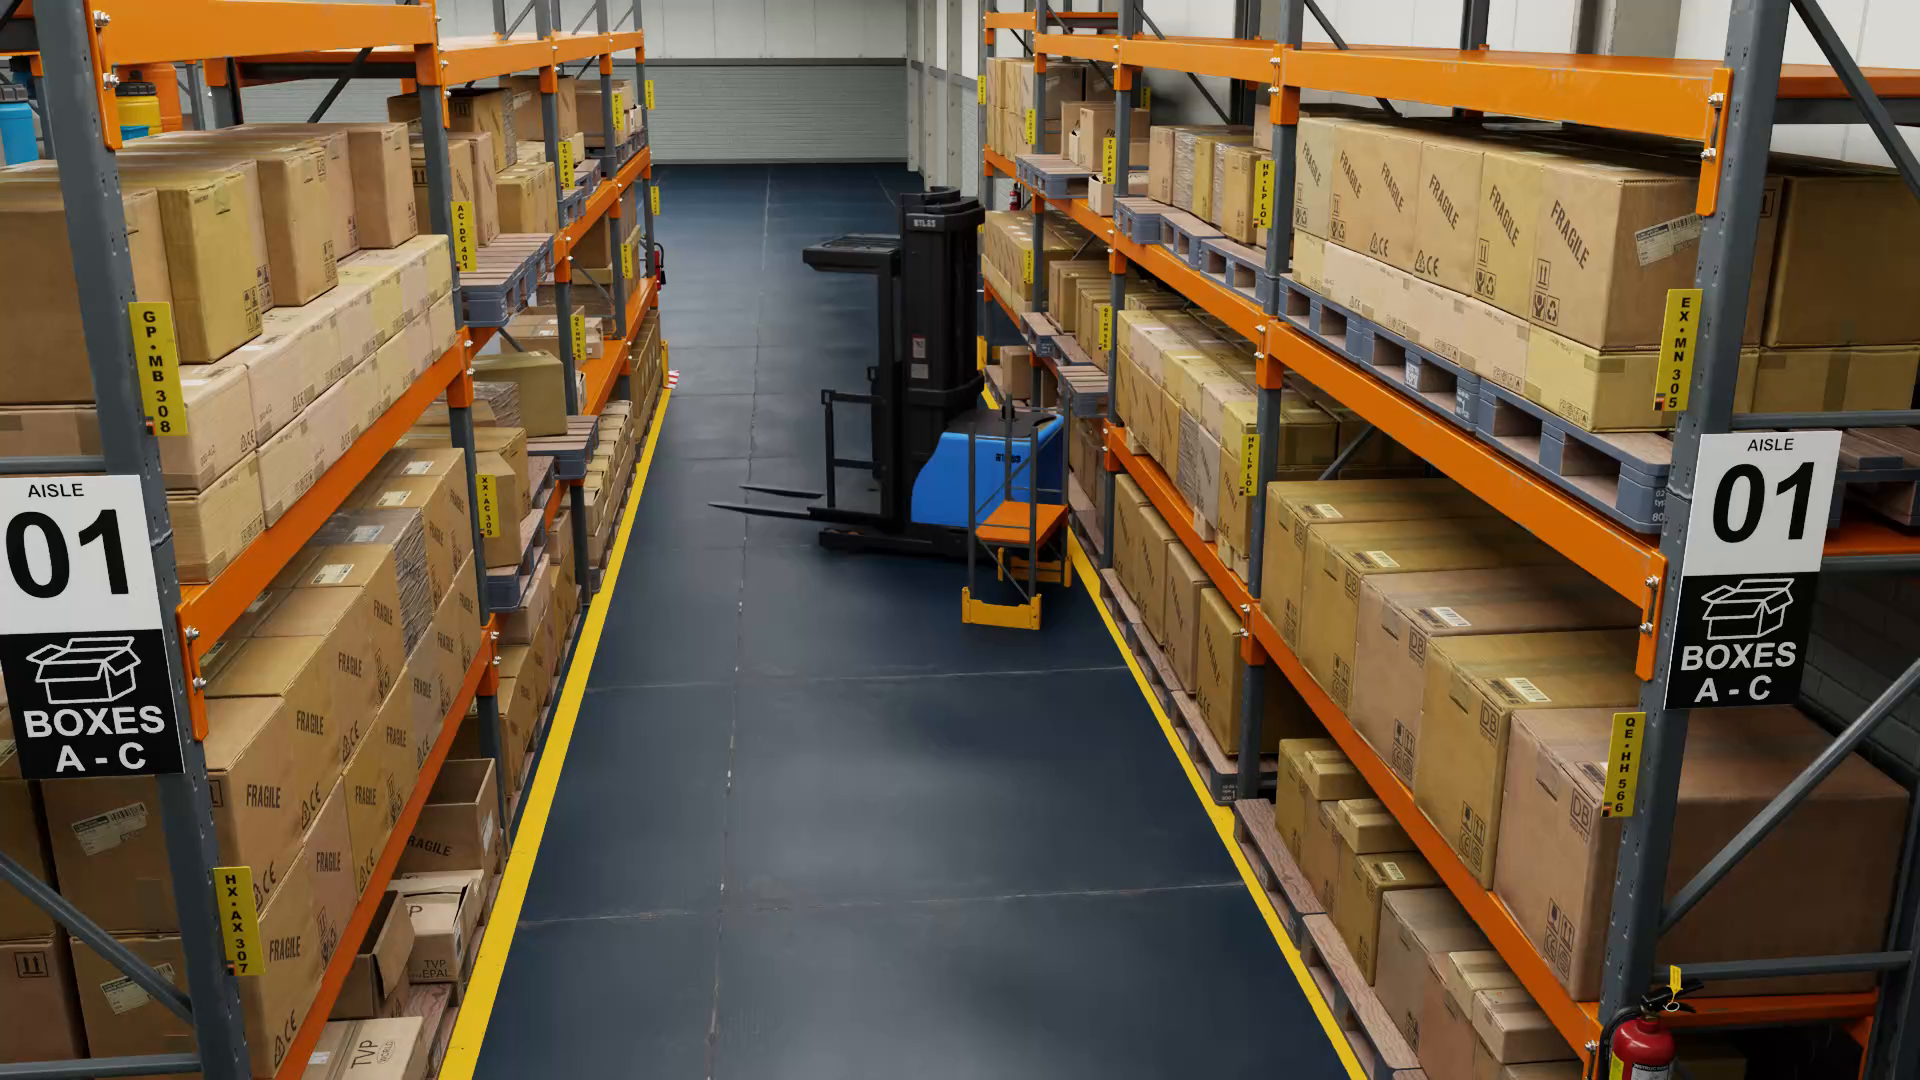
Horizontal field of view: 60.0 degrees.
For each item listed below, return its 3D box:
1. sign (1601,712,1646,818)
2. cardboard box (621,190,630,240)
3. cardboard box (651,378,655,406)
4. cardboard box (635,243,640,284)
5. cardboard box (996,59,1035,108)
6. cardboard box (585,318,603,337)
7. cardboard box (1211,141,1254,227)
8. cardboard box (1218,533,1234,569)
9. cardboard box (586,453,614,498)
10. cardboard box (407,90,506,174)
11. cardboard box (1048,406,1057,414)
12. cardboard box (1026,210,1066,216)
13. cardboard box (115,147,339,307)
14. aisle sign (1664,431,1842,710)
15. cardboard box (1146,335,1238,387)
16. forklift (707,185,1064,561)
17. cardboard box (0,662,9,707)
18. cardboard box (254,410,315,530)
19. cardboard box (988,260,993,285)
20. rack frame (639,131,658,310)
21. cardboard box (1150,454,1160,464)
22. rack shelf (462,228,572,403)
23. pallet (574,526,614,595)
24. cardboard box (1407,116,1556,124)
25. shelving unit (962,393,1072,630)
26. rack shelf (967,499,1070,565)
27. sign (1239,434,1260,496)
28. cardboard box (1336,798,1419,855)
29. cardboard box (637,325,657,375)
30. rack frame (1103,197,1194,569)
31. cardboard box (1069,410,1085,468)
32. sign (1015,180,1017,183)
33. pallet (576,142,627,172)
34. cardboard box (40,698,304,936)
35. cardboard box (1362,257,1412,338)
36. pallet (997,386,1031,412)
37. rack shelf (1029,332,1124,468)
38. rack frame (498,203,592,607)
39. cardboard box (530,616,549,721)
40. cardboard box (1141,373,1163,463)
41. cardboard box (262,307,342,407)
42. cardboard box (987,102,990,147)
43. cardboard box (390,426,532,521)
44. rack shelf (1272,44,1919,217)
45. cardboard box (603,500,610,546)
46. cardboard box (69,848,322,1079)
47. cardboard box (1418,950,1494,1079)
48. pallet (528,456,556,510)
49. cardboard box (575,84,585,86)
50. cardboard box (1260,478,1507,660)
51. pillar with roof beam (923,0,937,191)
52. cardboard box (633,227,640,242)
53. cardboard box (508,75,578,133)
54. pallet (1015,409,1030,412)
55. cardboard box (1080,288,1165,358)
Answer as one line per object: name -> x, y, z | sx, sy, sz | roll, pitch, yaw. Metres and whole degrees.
sign -> 1.910, 0.648, 4.778 | 0.100, 0.325, 0.005 | -2, 18, -6
cardboard box -> -3.973, -3.517, 18.039 | 0.700, 0.500, 0.500 | -2, 18, -5
cardboard box -> -3.611, -1.604, 18.167 | 0.500, 0.250, 0.500 | -2, 18, -6
cardboard box -> -4.091, -3.221, 19.261 | 0.700, 0.500, 0.500 | -2, 18, -6
cardboard box -> 0.664, -5.006, 18.238 | 0.500, 0.500, 0.500 | -1, 17, -4
cardboard box -> -3.620, -1.904, 15.484 | 0.500, 0.250, 0.500 | -1, 17, -2
cardboard box -> 1.947, -2.161, 10.142 | 0.700, 0.500, 0.500 | -2, 18, -6
cardboard box -> 1.672, 0.053, 9.388 | 0.380, 0.149, 0.250 | -1, 17, -5
cardboard box -> -3.176, -0.558, 13.901 | 0.500, 0.311, 0.500 | -2, 18, -7
cardboard box -> -3.210, -2.603, 10.615 | 0.500, 0.500, 0.500 | -2, 18, -6
cardboard box -> 1.128, -1.291, 17.278 | 0.380, 0.166, 0.250 | -4, 18, -13
cardboard box -> 1.061, -3.628, 19.692 | 0.500, 0.500, 0.500 | -2, 18, -6
cardboard box -> -2.629, -1.103, 5.839 | 0.700, 0.500, 0.500 | -2, 18, -6
aisle sign -> 2.160, 0.091, 4.540 | 0.394, 0.787, 0.004 | -2, 18, -6
cardboard box -> 1.528, -1.188, 11.004 | 0.500, 0.250, 0.500 | -2, 18, -5
forklift -> -0.658, -1.441, 13.874 | 3.031, 2.935, 1.130 | 6, 18, 18
cardboard box -> -2.848, 0.655, 5.246 | 0.500, 0.500, 0.500 | -1, 17, -4
cardboard box -> -2.315, -0.215, 5.098 | 0.500, 0.250, 0.500 | -2, 18, -6
cardboard box -> 0.603, -3.095, 19.245 | 0.500, 0.250, 0.500 | -2, 18, -7
rack frame -> -4.126, -3.312, 19.720 | 1.000, 3.000, 0.127 | -2, 18, -6
cardboard box -> 1.538, -0.639, 11.592 | 0.380, 0.149, 0.250 | -2, 18, -6
rack shelf -> -3.095, -1.421, 9.889 | 1.077, 0.370, 4.000 | -2, 18, -6
pallet -> -3.347, 0.155, 13.331 | 1.003, 0.211, 1.213 | -2, 18, -6
cardboard box -> 2.342, -1.656, 7.566 | 0.500, 0.500, 0.500 | -2, 18, -6
shelving unit -> 0.446, -0.239, 12.436 | 0.587, 1.500, 1.083 | 5, 18, 16
rack shelf -> 0.449, -0.070, 12.498 | 0.538, 0.185, 1.000 | 5, 18, 16
sign -> 1.499, -0.386, 8.599 | 0.100, 0.325, 0.005 | -2, 18, -6
cardboard box -> 1.921, 1.281, 7.479 | 0.380, 0.149, 0.250 | -2, 18, -7
cardboard box -> -3.657, -2.111, 18.530 | 0.500, 0.500, 0.500 | -2, 18, -6
rack frame -> 1.626, -1.083, 12.619 | 1.000, 3.000, 0.127 | -2, 18, -6
cardboard box -> 1.409, -0.921, 15.541 | 0.700, 0.500, 0.500 | -2, 18, -7
sign -> 0.943, -5.995, 28.204 | 0.001, 0.329, 0.234 | -2, 18, -6
pallet -> -3.828, -3.763, 16.295 | 1.003, 0.211, 1.213 | -2, 18, -6
cardboard box -> -2.260, 0.789, 4.818 | 0.500, 0.500, 0.500 | -1, 17, -4
cardboard box -> 1.946, -0.980, 6.666 | 0.500, 0.250, 0.500 | -2, 18, -7
pallet -> 0.980, -1.508, 18.627 | 1.003, 0.211, 1.213 | -2, 18, -6
rack shelf -> 1.419, -1.336, 14.625 | 1.077, 0.370, 4.000 | -2, 18, -6
rack frame -> -3.301, -0.929, 12.128 | 1.000, 3.000, 0.127 | -2, 18, -6
cardboard box -> -2.806, 0.786, 10.104 | 0.500, 0.500, 0.500 | -2, 17, -5
cardboard box -> 1.516, -0.825, 11.102 | 0.500, 0.500, 0.500 | -2, 18, -6
cardboard box -> -2.373, -0.603, 5.497 | 0.500, 0.250, 0.500 | -2, 18, -6
cardboard box -> 0.586, -4.848, 19.402 | 0.500, 0.500, 0.500 | -1, 17, -4
cardboard box -> -2.849, -0.336, 9.372 | 0.700, 0.500, 0.500 | 1, 17, 3
rack shelf -> 2.244, -1.624, 6.194 | 1.077, 0.370, 4.000 | -2, 18, -6
cardboard box -> -3.116, -0.132, 13.480 | 0.500, 0.250, 0.500 | -2, 18, -7
cardboard box -> -2.260, 1.266, 4.968 | 0.500, 0.500, 0.500 | -1, 17, -4
cardboard box -> 2.227, 1.938, 6.468 | 0.700, 0.500, 0.500 | -2, 18, -6
pallet -> -3.096, -0.258, 10.312 | 1.003, 0.211, 1.213 | -2, 18, -6
cardboard box -> -4.227, -4.555, 17.569 | 0.500, 0.500, 0.500 | -2, 18, -6
cardboard box -> 2.078, 0.128, 8.262 | 0.980, 0.700, 0.700 | -2, 17, -5
pillar with roof beam -> -5.024, -13.164, 41.086 | 9.100, 9.000, 0.400 | -2, 18, -6
cardboard box -> -3.869, -3.484, 19.016 | 0.380, 0.149, 0.250 | -1, 17, -4
cardboard box -> -3.689, -3.853, 14.733 | 0.500, 0.500, 0.500 | -2, 17, -5
pallet -> 1.109, -1.143, 17.467 | 1.003, 0.211, 1.213 | -2, 18, -6
cardboard box -> 1.417, -1.851, 14.164 | 0.700, 0.500, 0.500 | -2, 18, -6
